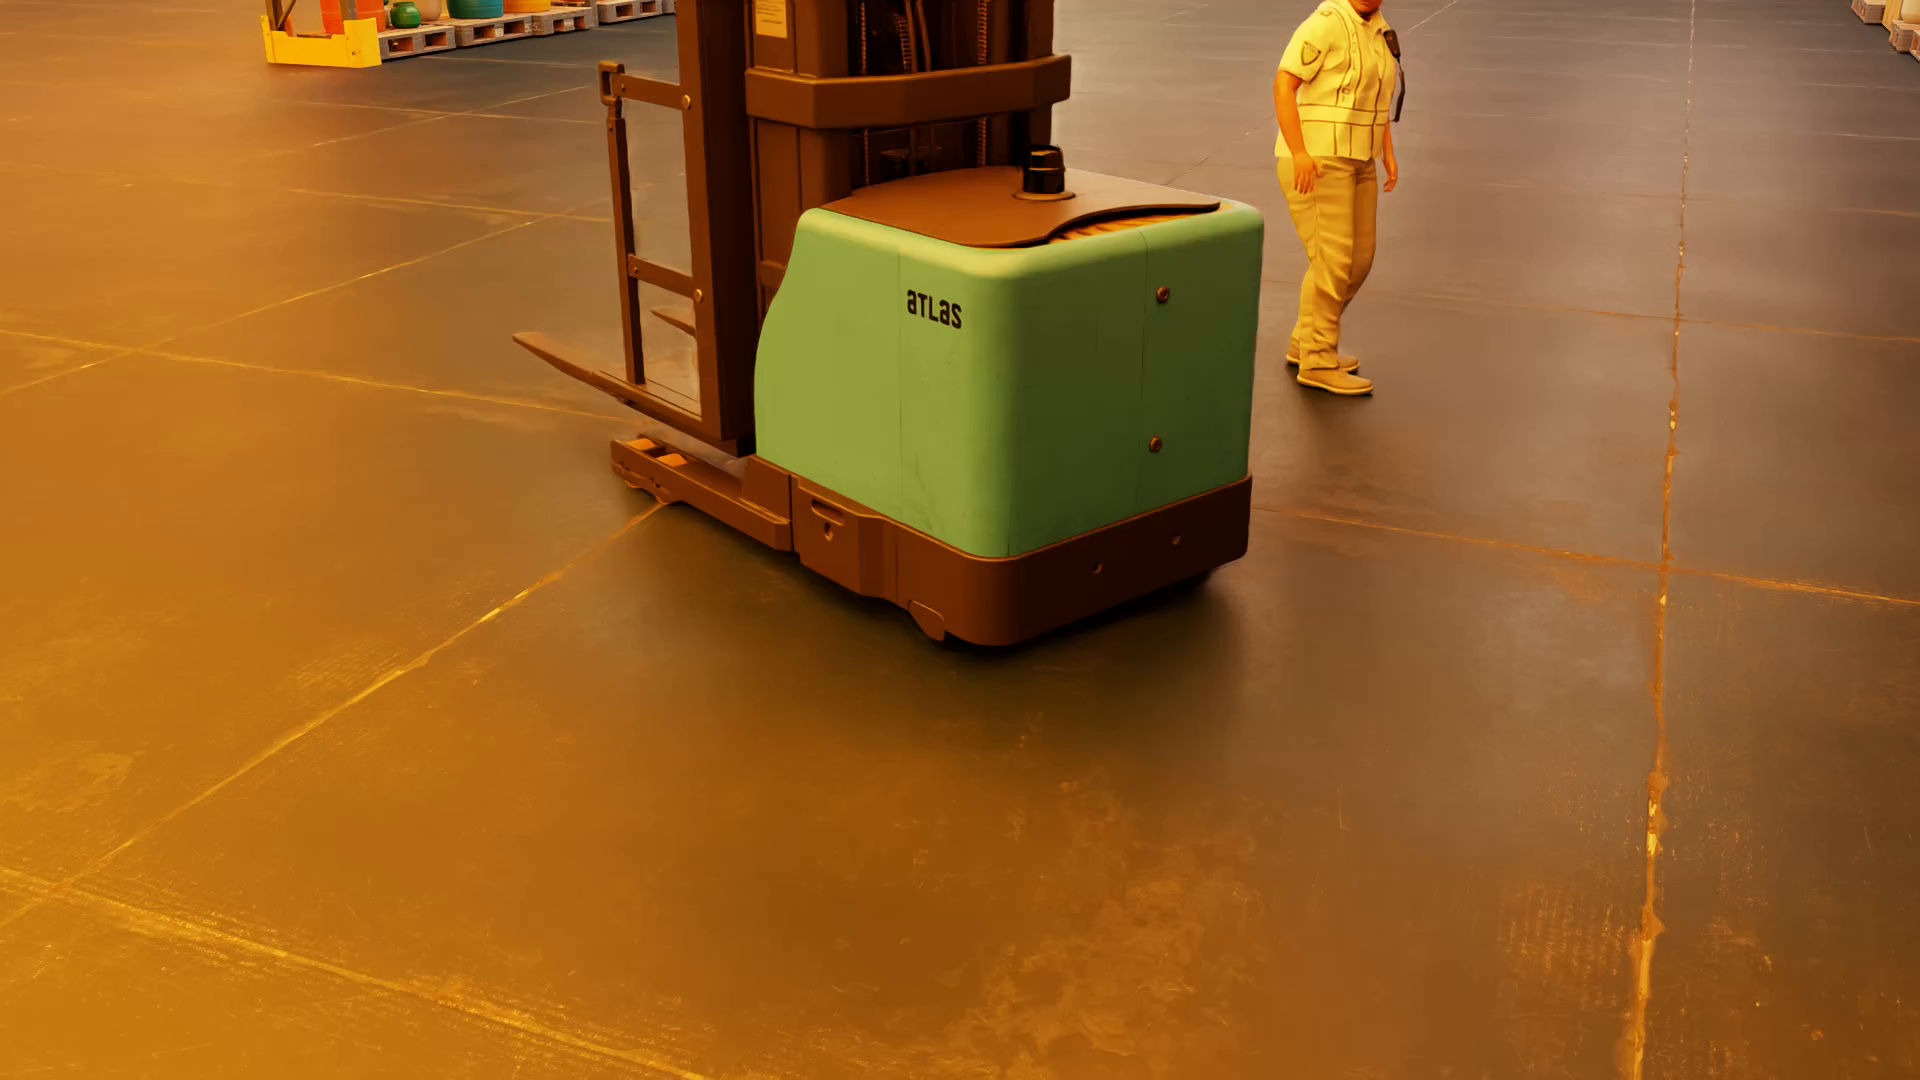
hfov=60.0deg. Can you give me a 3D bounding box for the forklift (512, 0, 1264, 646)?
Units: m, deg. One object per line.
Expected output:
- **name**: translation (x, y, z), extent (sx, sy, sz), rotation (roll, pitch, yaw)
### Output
- **forklift**: translation (-0.498, -1.574, 5.057), extent (1.130, 2.935, 3.031), rotation (-18, 29, -36)

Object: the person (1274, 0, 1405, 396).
- **person**: translation (1.489, -1.425, 6.371), extent (0.508, 1.649, 0.683), rotation (17, 28, 36)
